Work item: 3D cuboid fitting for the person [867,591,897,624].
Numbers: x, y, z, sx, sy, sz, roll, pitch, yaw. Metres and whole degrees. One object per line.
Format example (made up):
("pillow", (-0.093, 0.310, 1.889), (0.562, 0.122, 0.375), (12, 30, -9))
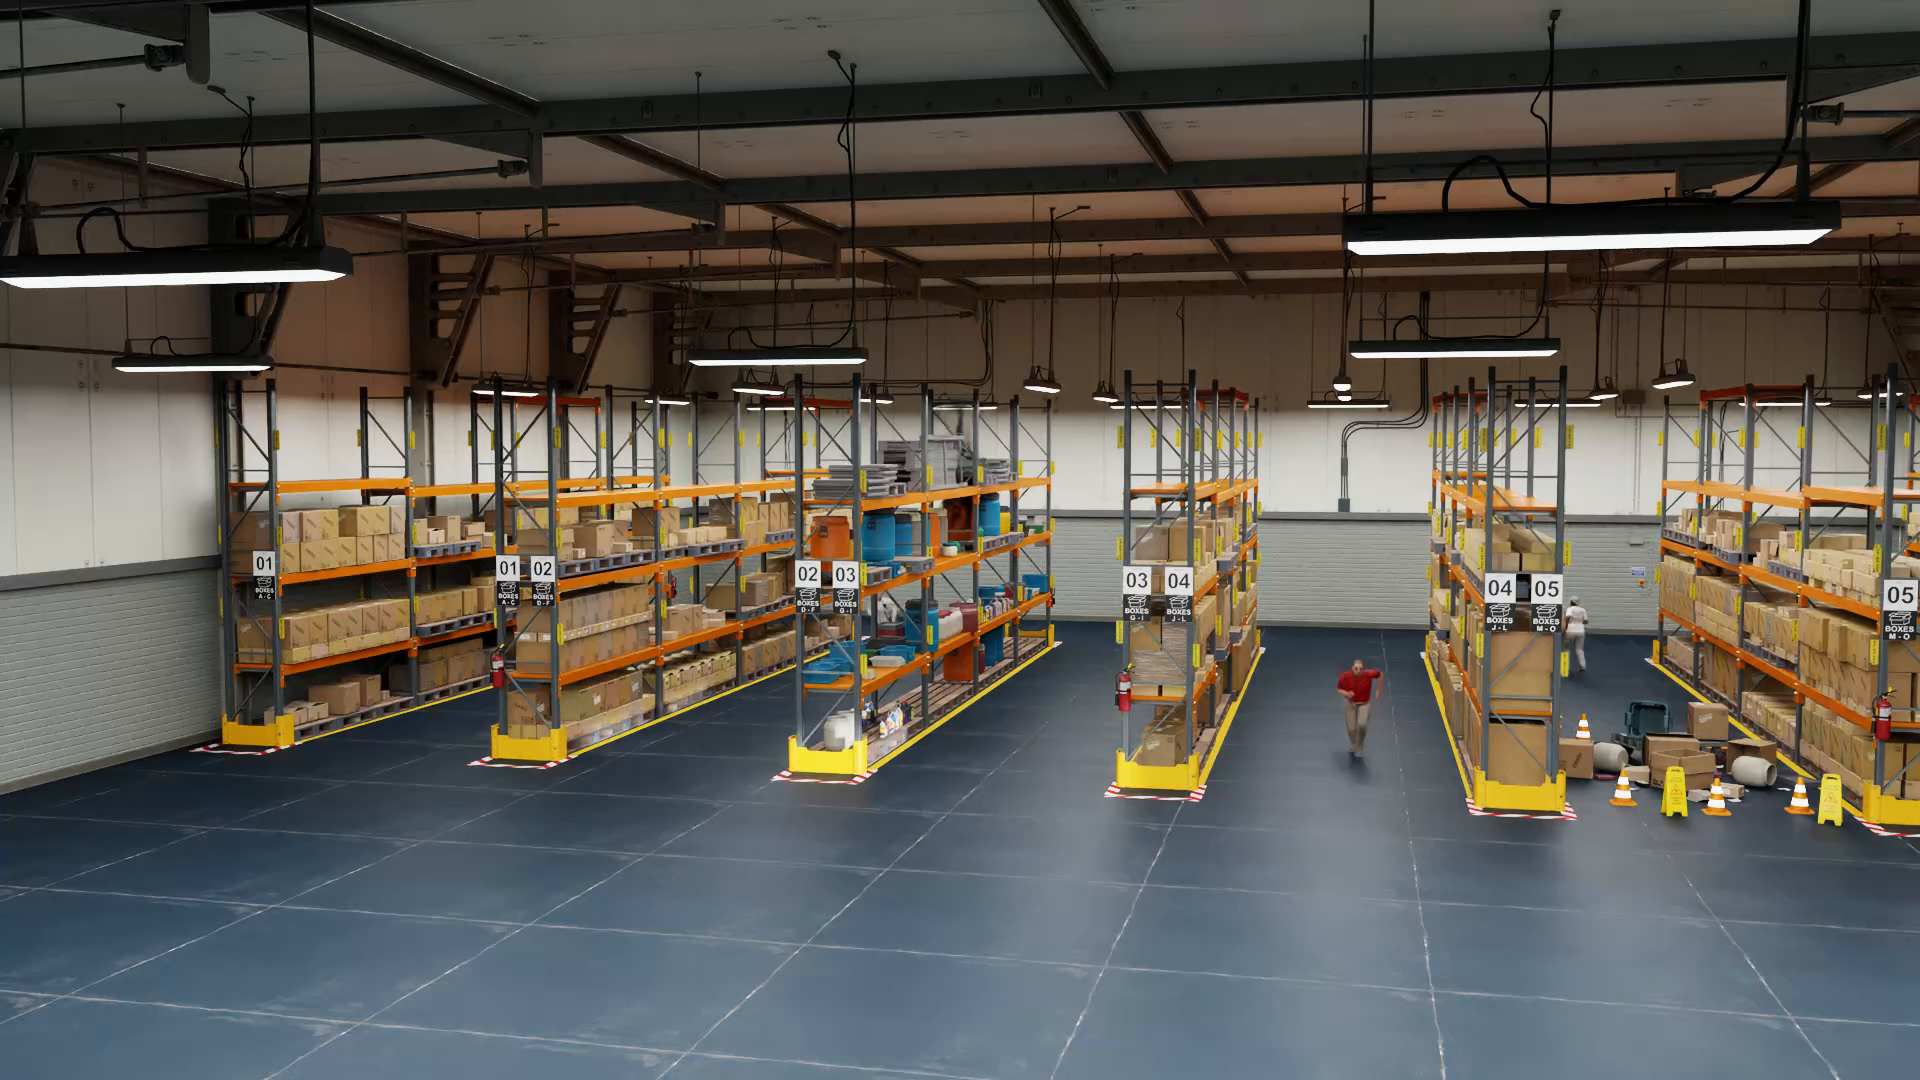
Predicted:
("person", (-1.703, 1.790, 35.657), (0.563, 1.604, 0.672), (1, 4, 14))

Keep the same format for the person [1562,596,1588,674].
("person", (13.075, 2.040, 35.354), (0.597, 1.703, 0.857), (0, 3, -2))

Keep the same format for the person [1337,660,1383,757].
("person", (6.304, 2.650, 26.218), (0.701, 1.597, 0.978), (1, 4, 14))
